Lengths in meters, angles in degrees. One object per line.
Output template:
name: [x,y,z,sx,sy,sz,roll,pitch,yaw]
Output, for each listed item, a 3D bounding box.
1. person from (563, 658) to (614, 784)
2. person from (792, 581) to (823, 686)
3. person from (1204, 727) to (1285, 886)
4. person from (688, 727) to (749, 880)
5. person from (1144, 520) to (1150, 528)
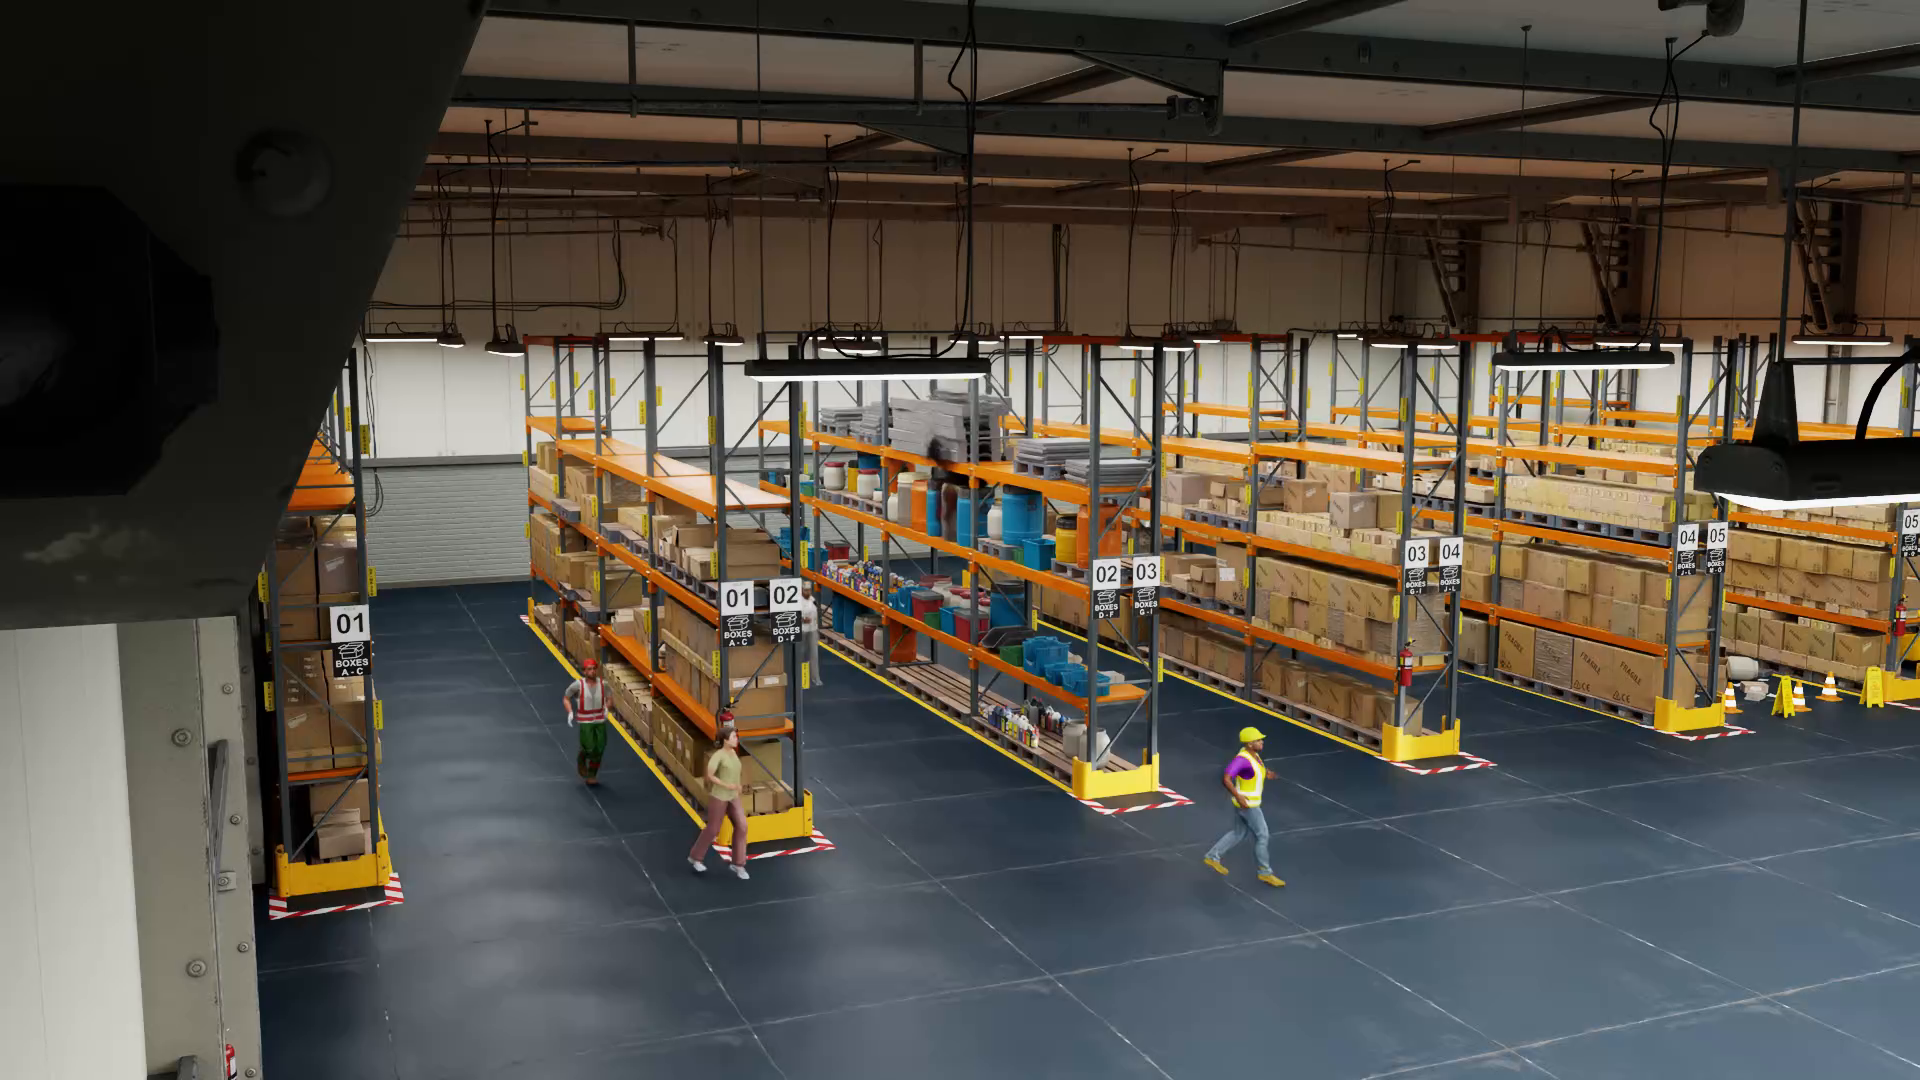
person: [-4.986,2.477,22.551,0.651,1.743,0.585,-4,9,-29]
person: [-2.538,1.532,27.551,0.579,1.726,0.852,-5,9,-32]
person: [3.213,2.974,18.714,0.909,1.793,0.676,1,8,8]
person: [-2.674,2.978,19.058,0.800,1.693,0.633,4,9,28]
person: [4.691,-0.065,41.745,0.724,1.703,0.712,1,8,7]
